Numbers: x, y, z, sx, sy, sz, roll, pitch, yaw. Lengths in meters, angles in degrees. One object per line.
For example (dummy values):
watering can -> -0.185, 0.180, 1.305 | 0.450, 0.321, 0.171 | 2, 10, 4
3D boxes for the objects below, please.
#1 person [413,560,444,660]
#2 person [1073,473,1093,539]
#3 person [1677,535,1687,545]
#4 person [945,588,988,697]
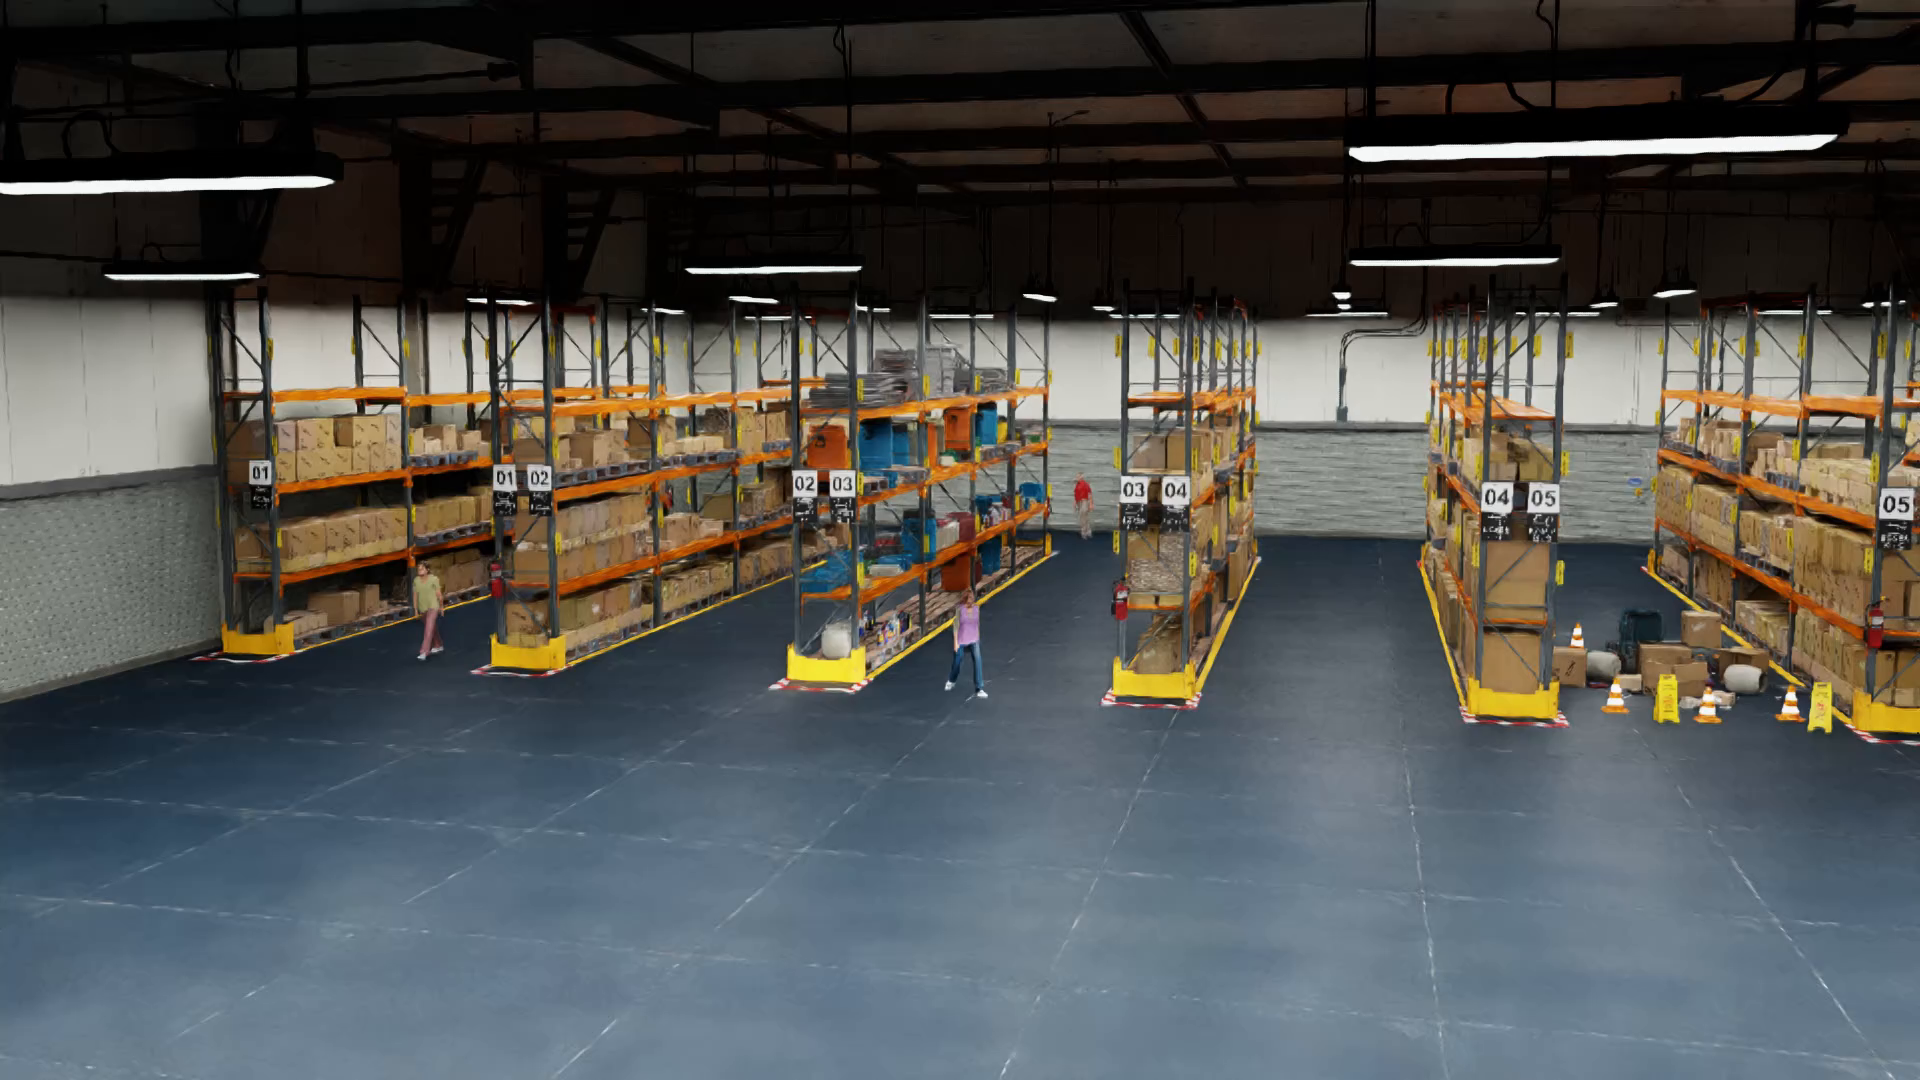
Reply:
person -> -8.659, 1.101, 26.935 | 0.451, 1.585, 1.097 | 1, 7, 12
person -> 3.291, -0.910, 44.163 | 0.528, 1.758, 0.646 | -3, 7, -23
person -> 17.520, -0.530, 40.431 | 0.481, 1.778, 0.646 | -3, 7, -23
person -> 0.070, 1.464, 24.034 | 0.482, 1.562, 0.862 | -2, 7, -15
